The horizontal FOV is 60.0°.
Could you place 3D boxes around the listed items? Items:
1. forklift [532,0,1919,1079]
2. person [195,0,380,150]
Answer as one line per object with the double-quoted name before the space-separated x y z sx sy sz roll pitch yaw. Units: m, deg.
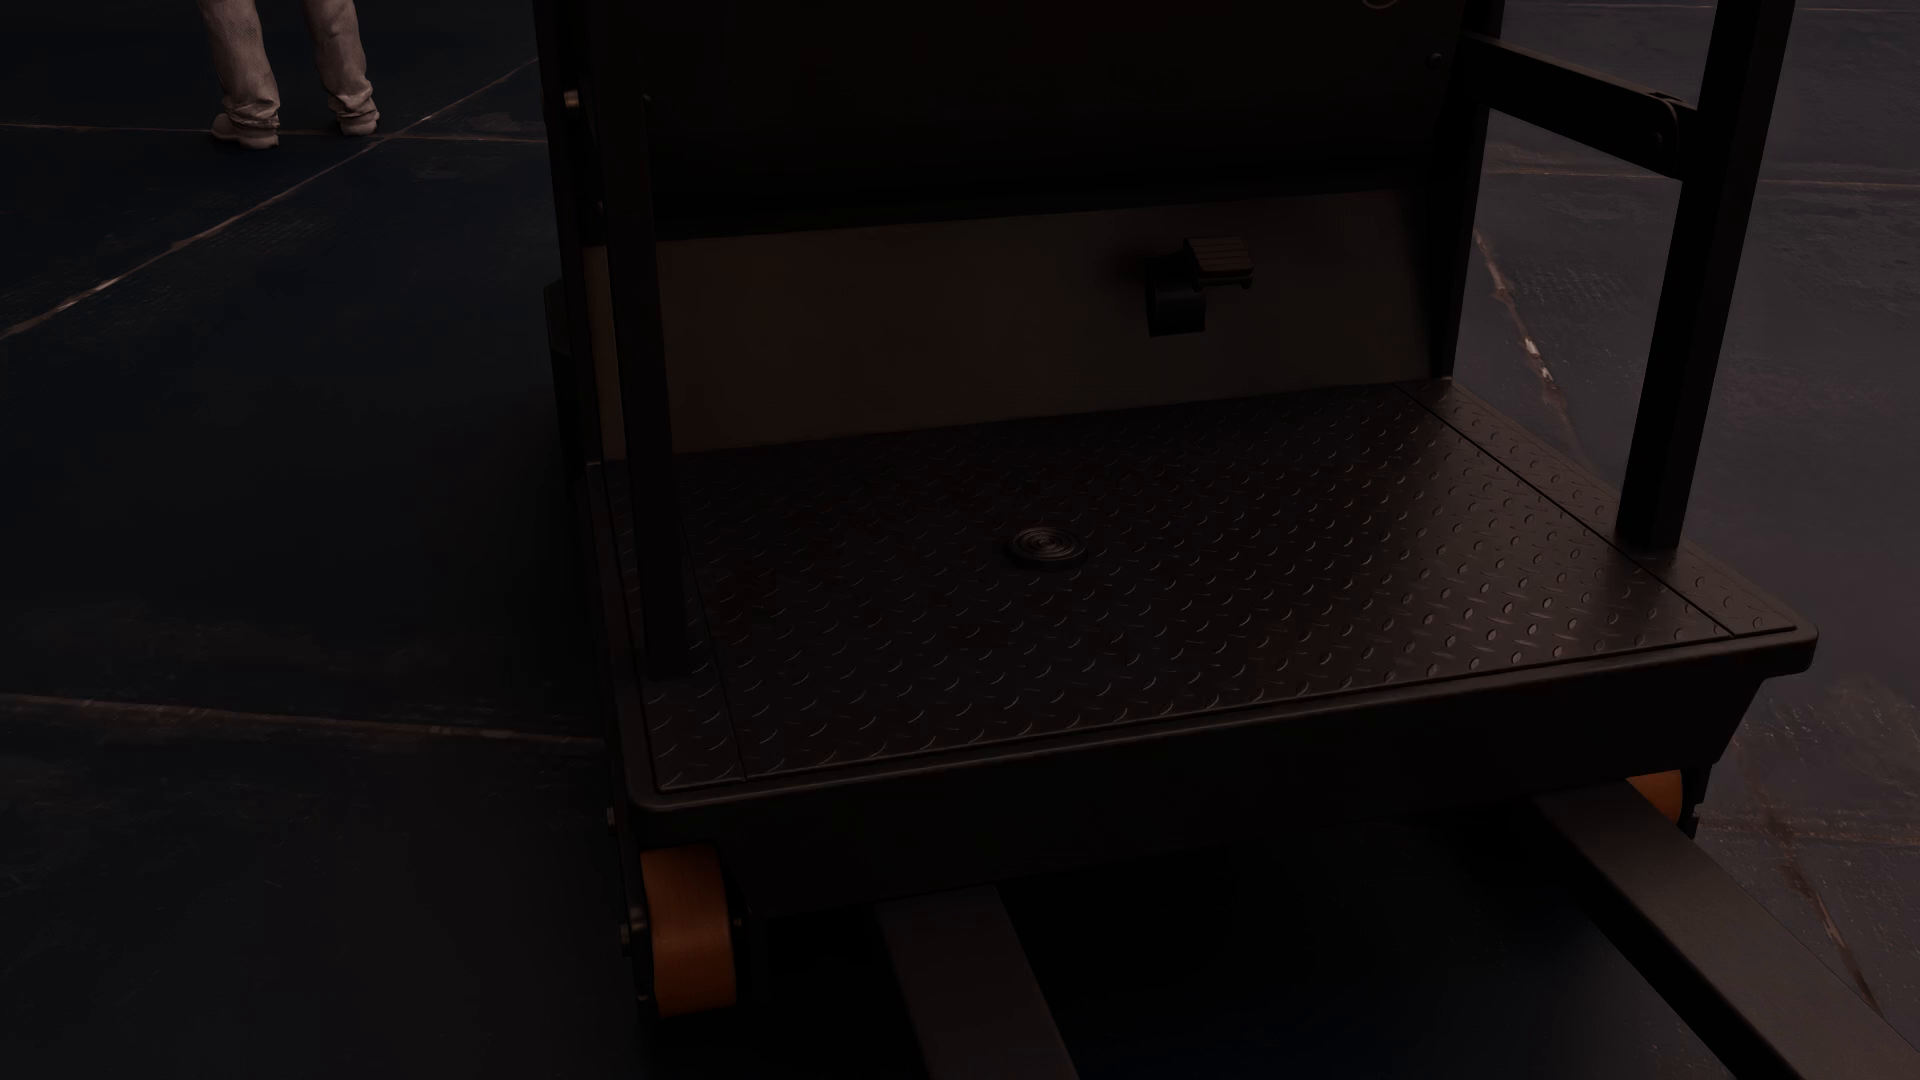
"forklift" 0.153 -1.049 1.319 1.130 2.935 3.031 -7 27 -13
"person" -1.952 -1.966 4.459 0.590 1.770 0.465 -19 32 -34
